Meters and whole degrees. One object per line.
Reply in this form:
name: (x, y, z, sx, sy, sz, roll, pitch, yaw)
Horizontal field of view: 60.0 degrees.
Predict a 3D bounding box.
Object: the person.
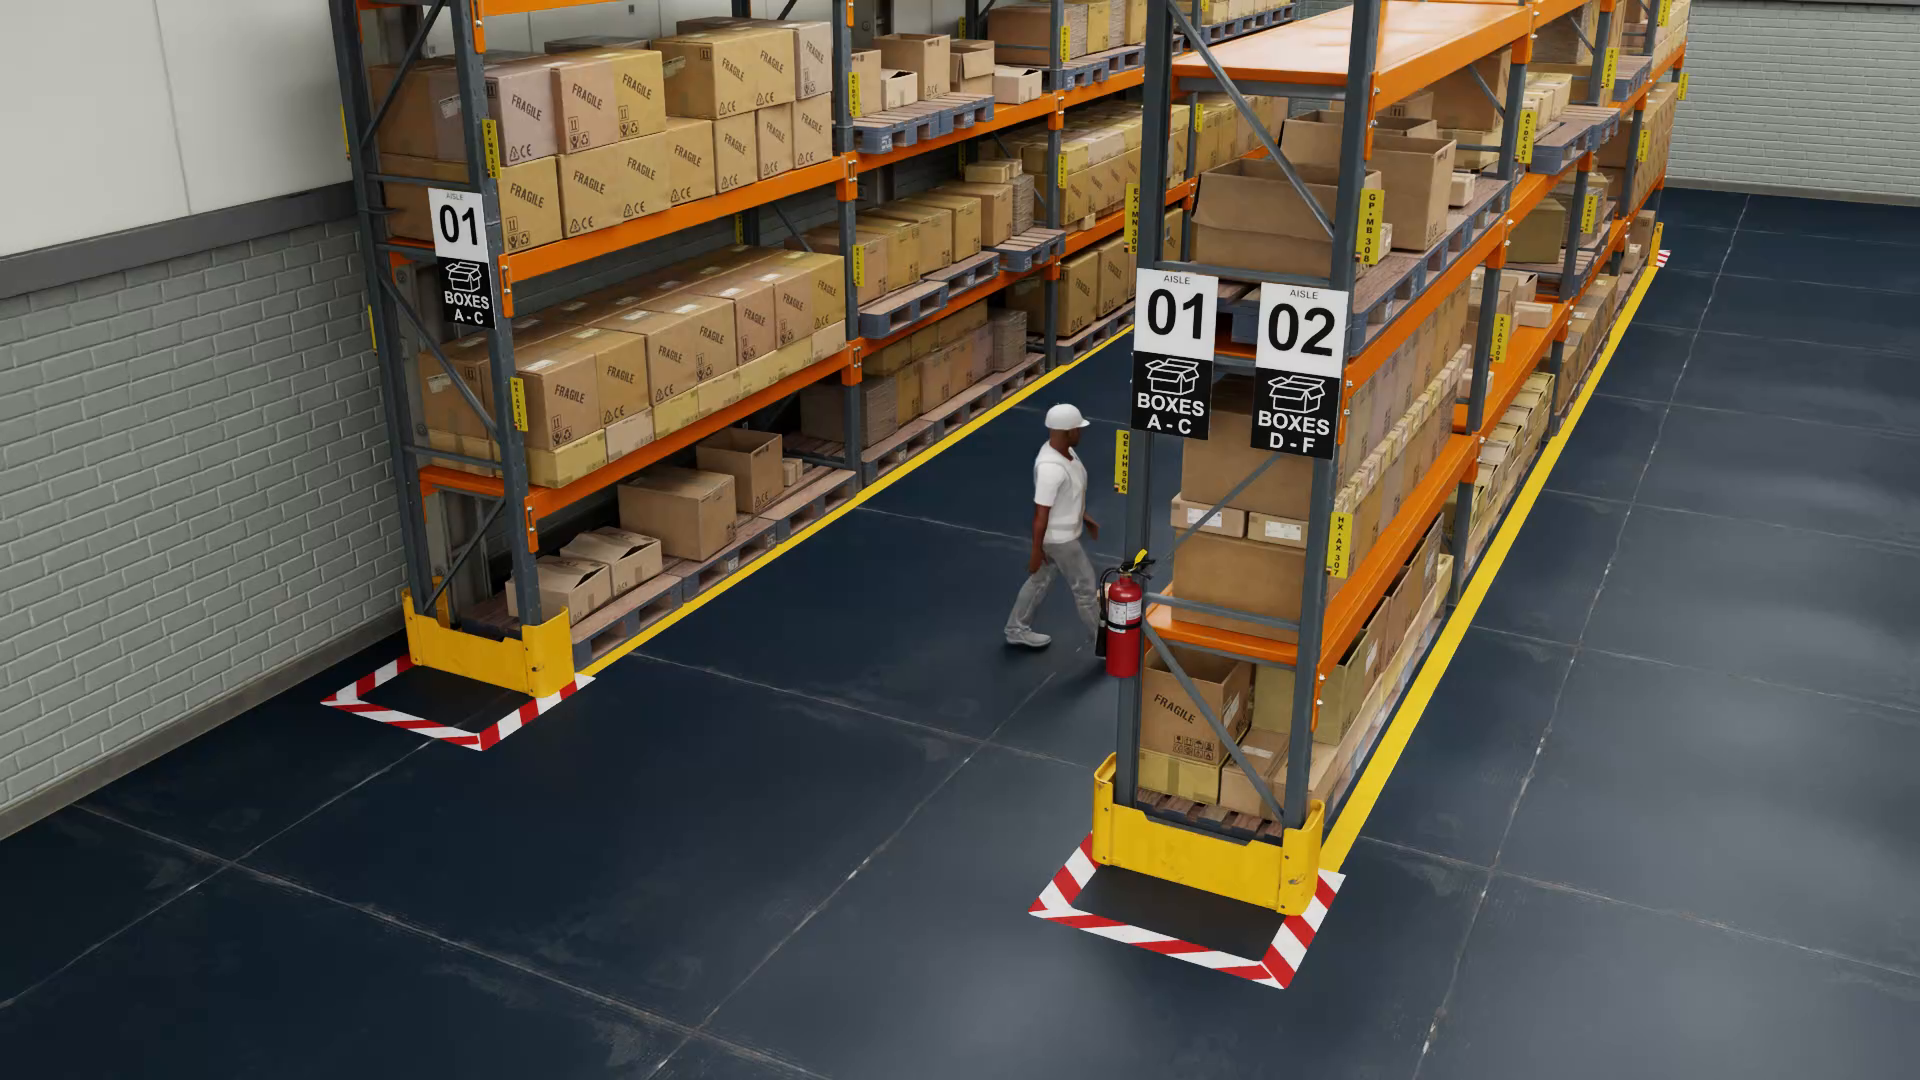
person: (0.774, -0.059, 10.844, 0.975, 1.720, 0.605, 2, 23, 5)
